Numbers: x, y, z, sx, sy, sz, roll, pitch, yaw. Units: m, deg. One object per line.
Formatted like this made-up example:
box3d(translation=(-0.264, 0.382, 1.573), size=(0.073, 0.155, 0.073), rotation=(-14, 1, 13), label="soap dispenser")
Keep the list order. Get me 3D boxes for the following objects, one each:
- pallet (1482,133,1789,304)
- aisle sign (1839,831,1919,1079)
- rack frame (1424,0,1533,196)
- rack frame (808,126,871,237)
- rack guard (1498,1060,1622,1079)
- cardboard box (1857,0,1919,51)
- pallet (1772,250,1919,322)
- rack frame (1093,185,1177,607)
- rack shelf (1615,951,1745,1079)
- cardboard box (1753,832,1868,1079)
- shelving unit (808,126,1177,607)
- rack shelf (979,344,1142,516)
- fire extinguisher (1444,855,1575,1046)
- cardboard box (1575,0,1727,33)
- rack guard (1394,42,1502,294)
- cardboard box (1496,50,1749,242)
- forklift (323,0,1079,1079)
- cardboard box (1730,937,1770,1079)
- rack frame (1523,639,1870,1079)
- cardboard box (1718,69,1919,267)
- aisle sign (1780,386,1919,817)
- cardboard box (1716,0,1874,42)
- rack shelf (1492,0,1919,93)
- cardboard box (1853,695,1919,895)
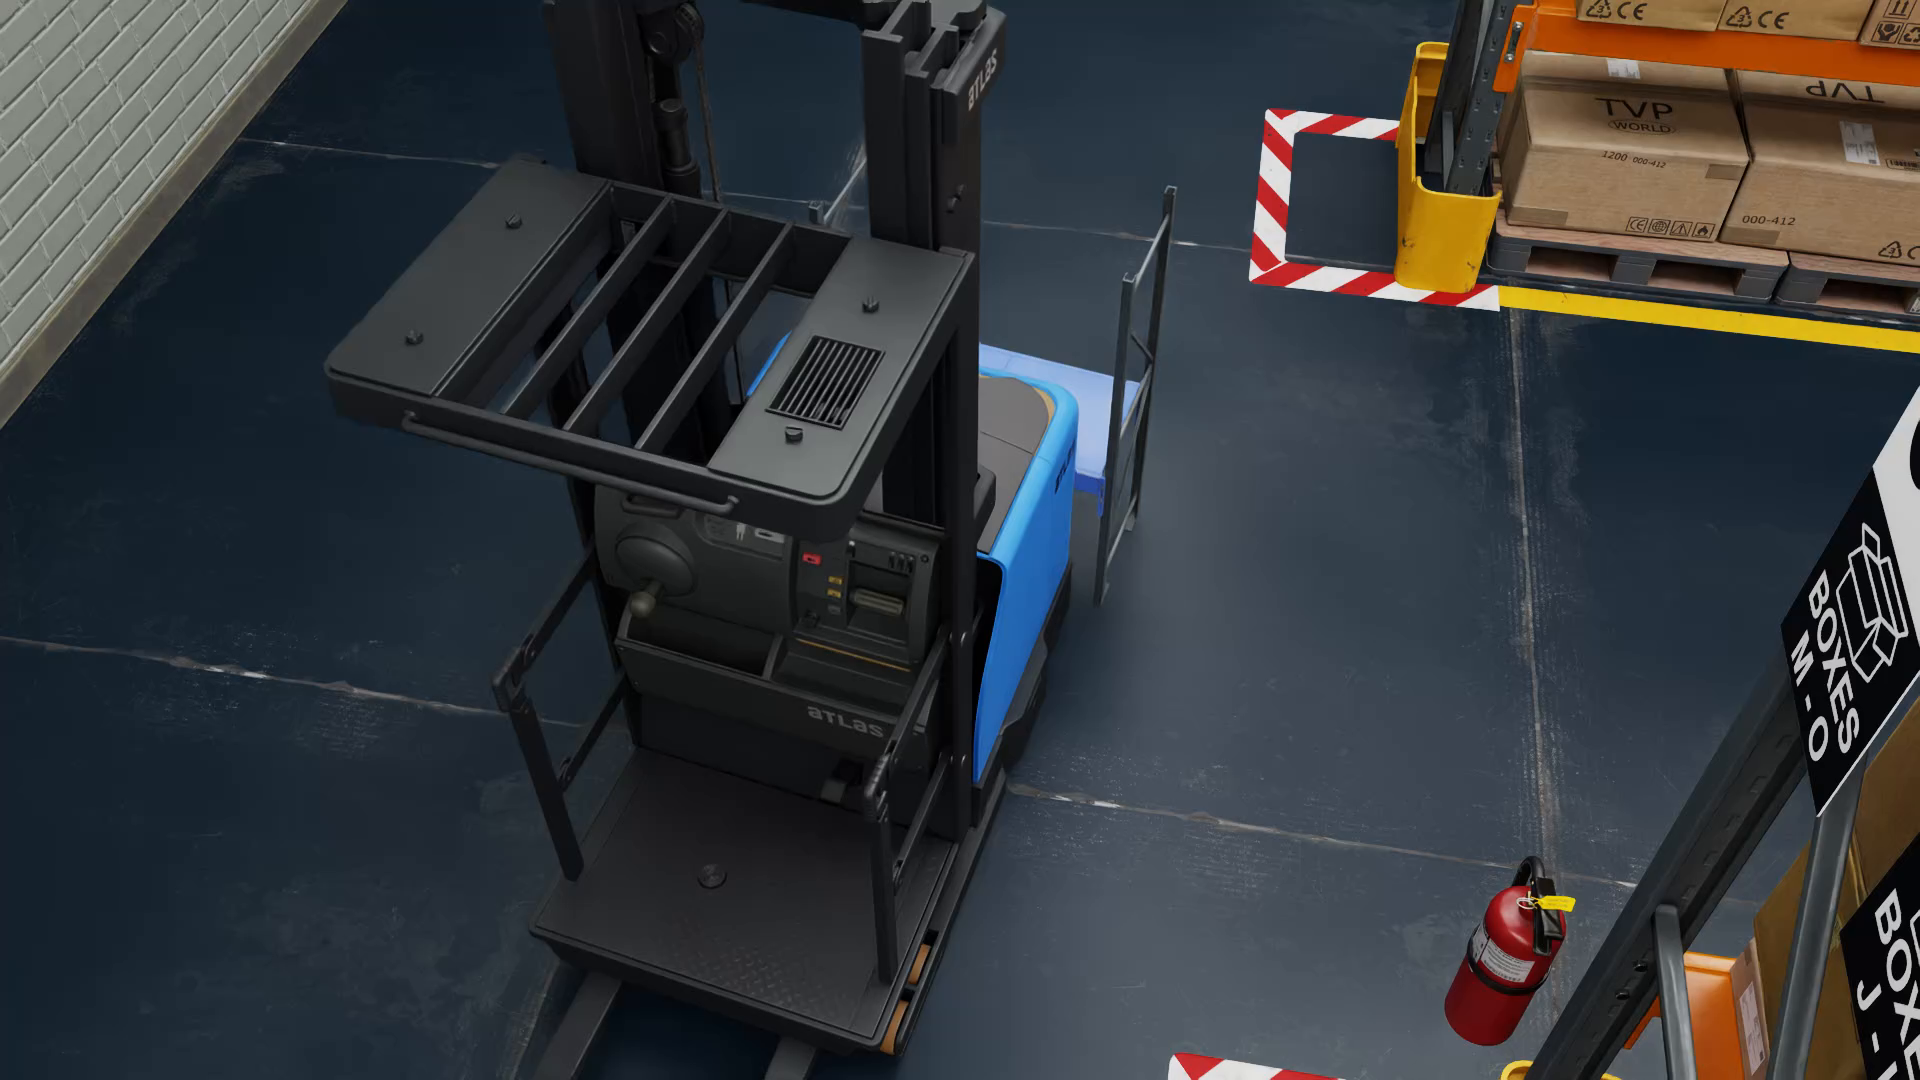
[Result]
box3d(translation=(2.988, -1.529, 7.482), size=(1.213, 0.211, 1.003), rotation=(8, 49, 7), label="pallet")
box3d(translation=(1.281, 0.468, 2.065), size=(0.004, 0.787, 0.394), rotation=(8, 49, 7), label="aisle sign")
box3d(translation=(2.188, -2.509, 6.488), size=(0.127, 3.000, 1.000), rotation=(8, 49, 7), label="rack frame")
box3d(translation=(-0.370, -0.701, 5.871), size=(0.032, 1.500, 0.500), rotation=(15, 50, 13), label="rack frame")
box3d(translation=(1.481, 1.973, 4.141), size=(0.348, 0.500, 1.175), rotation=(8, 49, 7), label="rack guard")
box3d(translation=(3.609, -2.142, 6.091), size=(0.500, 0.500, 0.500), rotation=(7, 48, 7), label="cardboard box")
box3d(translation=(4.185, -1.366, 7.335), size=(1.213, 0.211, 1.003), rotation=(8, 49, 7), label="pallet")
box3d(translation=(0.583, -0.438, 5.635), size=(0.032, 1.500, 0.500), rotation=(15, 50, 13), label="rack frame")
box3d(translation=(3.375, 1.632, 3.250), size=(4.000, 0.370, 1.077), rotation=(8, 49, 7), label="rack shelf")
box3d(translation=(1.895, 0.866, 3.188), size=(0.500, 0.500, 0.500), rotation=(9, 49, 8), label="cardboard box")
box3d(translation=(0.106, -0.569, 5.753), size=(1.048, 1.500, 0.538), rotation=(15, 50, 13), label="shelving unit")
box3d(translation=(0.106, -0.449, 5.887), size=(1.000, 0.185, 0.538), rotation=(15, 50, 13), label="rack shelf")
box3d(translation=(1.241, 0.907, 3.721), size=(0.183, 0.674, 0.296), rotation=(8, 49, 7), label="fire extinguisher")
box3d(translation=(2.609, -2.269, 6.205), size=(0.500, 0.500, 0.500), rotation=(7, 48, 7), label="cardboard box")
box3d(translation=(2.164, -1.677, 7.421), size=(0.348, 0.500, 1.175), rotation=(8, 49, 7), label="rack guard")
box3d(translation=(2.855, -1.779, 7.272), size=(0.875, 0.438, 0.875), rotation=(6, 48, 6), label="cardboard box")
box3d(translation=(-0.578, 0.174, 4.123), size=(1.130, 2.935, 3.031), rotation=(15, 50, 13), label="forklift")
box3d(translation=(1.778, 1.048, 3.461), size=(0.250, 0.149, 0.380), rotation=(8, 49, 7), label="cardboard box")
box3d(translation=(1.406, 1.130, 3.218), size=(0.053, 2.616, 0.949), rotation=(8, 49, 7), label="rack frame")
box3d(translation=(3.757, -1.664, 7.169), size=(0.875, 0.438, 0.875), rotation=(9, 49, 8), label="cardboard box")
box3d(translation=(1.388, 0.029, 2.459), size=(0.004, 0.787, 0.394), rotation=(8, 49, 7), label="aisle sign")
box3d(translation=(3.112, -2.222, 6.163), size=(0.500, 0.500, 0.500), rotation=(7, 48, 6), label="cardboard box")
box3d(translation=(4.156, -2.004, 6.518), size=(4.000, 0.370, 1.077), rotation=(8, 49, 7), label="rack shelf")
box3d(translation=(1.901, 0.539, 2.810), size=(0.500, 0.500, 0.500), rotation=(7, 48, 6), label="cardboard box")
